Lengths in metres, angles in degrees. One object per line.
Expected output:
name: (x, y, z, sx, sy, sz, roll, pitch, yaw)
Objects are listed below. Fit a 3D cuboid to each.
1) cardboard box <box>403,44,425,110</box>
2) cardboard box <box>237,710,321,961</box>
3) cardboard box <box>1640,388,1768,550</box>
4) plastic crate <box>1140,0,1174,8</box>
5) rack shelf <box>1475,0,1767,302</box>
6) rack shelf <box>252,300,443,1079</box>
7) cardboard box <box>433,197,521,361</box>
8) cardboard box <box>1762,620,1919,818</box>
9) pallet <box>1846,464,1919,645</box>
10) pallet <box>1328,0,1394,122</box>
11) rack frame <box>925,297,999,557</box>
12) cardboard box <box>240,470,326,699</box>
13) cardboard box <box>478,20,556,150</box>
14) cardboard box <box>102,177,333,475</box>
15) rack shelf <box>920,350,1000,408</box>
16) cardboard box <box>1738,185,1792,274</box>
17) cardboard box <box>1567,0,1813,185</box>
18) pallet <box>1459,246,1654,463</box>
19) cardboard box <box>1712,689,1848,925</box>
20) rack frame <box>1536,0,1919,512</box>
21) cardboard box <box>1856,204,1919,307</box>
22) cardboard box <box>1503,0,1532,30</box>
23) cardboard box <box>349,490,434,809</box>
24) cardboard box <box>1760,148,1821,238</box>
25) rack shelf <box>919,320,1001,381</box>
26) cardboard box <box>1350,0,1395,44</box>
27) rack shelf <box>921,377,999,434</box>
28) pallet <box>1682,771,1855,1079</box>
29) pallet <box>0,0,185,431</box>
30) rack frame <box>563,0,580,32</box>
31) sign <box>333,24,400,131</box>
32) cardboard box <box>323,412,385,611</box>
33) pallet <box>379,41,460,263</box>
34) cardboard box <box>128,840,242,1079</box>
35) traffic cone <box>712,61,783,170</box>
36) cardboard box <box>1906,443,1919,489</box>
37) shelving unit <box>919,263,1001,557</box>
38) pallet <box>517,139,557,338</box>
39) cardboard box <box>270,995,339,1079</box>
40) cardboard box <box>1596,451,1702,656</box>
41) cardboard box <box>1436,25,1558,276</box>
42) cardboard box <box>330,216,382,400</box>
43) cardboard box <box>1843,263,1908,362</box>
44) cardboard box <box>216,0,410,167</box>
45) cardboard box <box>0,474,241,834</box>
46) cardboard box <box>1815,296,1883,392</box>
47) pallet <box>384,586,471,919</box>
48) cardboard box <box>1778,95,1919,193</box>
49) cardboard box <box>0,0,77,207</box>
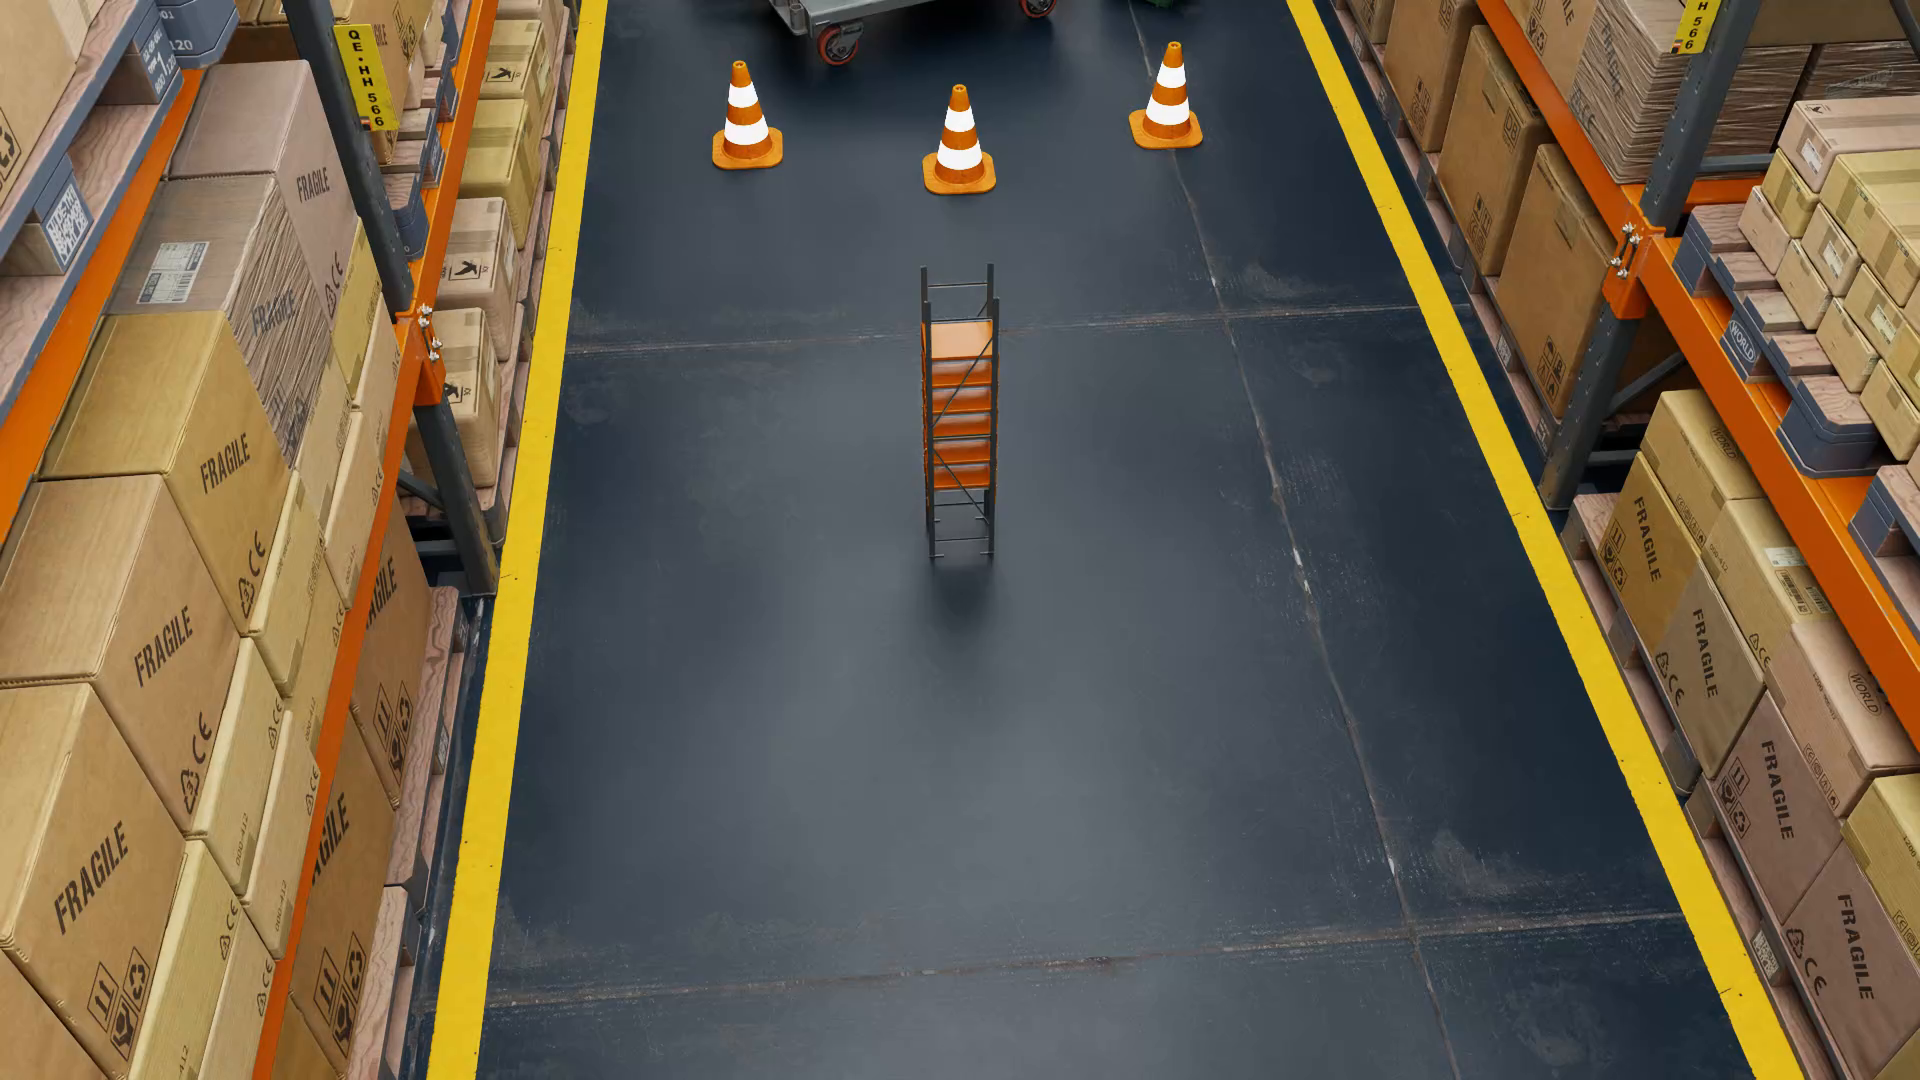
cardboard box: (-1.999, -1.551, 5.536, 0.380, 0.149, 0.250, -6, 47, -6)
cardboard box: (-1.733, 0.664, 3.658, 0.500, 0.250, 0.500, -4, 47, -4)
cardboard box: (2.551, -0.242, 5.329, 0.500, 0.250, 0.500, -5, 47, -5)
plastic crate: (1.080, -3.206, 9.117, 0.450, 0.188, 0.662, 25, 51, 9)
rack shelf: (2.567, -2.412, 6.964, 1.077, 0.370, 4.000, -3, 47, -3)
rack shelf: (-2.022, 0.856, 3.869, 1.077, 0.370, 4.000, -3, 47, -3)
cardboard box: (-2.297, -1.022, 6.673, 0.950, 0.372, 0.625, -4, 47, -4)
cardboard box: (2.622, 0.484, 4.642, 0.500, 0.250, 0.500, -3, 47, -3)
pallet: (2.941, 0.283, 4.048, 1.003, 0.211, 1.213, -3, 47, -3)
pallet: (2.539, -2.594, 8.562, 1.003, 0.211, 1.213, -3, 47, -3)
rack frame: (0.006, -0.357, 5.762, 0.240, 1.200, 0.006, -3, 47, -3)
cardboard box: (-1.786, 0.116, 3.833, 0.500, 0.250, 0.500, -5, 47, -4)
cardboard box: (-2.415, -2.074, 7.669, 0.950, 0.372, 0.625, -1, 47, -1)
cardboard box: (-1.835, -0.488, 3.889, 0.500, 0.500, 0.500, -3, 47, -3)
rack shelf: (-0.001, -0.558, 5.682, 0.258, 0.103, 0.180, -3, 47, -3)
cardboard box: (2.571, -0.935, 4.953, 0.380, 0.149, 0.250, -4, 47, -4)
cardboard box: (2.429, -1.557, 5.589, 0.500, 0.500, 0.500, -3, 47, -3)
pallet: (2.744, -0.829, 6.890, 1.003, 0.211, 1.213, -3, 47, -3)
cardboard box: (2.633, 0.764, 4.893, 0.500, 0.500, 0.500, -5, 47, -4)
rack frame: (2.734, -1.213, 5.333, 1.000, 3.000, 0.127, -3, 47, -3)
cardboard box: (2.621, -0.757, 4.375, 0.380, 0.149, 0.250, -4, 47, -4)
cardboard box: (2.347, -2.279, 6.274, 0.500, 0.500, 0.500, -4, 47, -4)
cardboard box: (-2.215, 0.252, 5.119, 0.875, 0.875, 0.875, -4, 47, -4)
cardboard box: (2.575, -1.011, 4.821, 0.380, 0.149, 0.250, -2, 47, -2)
rack shelf: (-0.001, -0.640, 5.595, 0.258, 0.103, 0.180, -3, 47, -3)
cardboard box: (2.541, -3.034, 8.318, 1.050, 0.750, 0.750, -4, 47, -3)
rack shelf: (-0.001, -0.475, 5.769, 0.258, 0.103, 0.180, -3, 47, -3)
pallet: (2.897, 1.192, 4.975, 1.003, 0.211, 1.213, -3, 47, -3)
pallet: (-1.986, -0.534, 2.754, 1.003, 0.211, 1.213, -2, 47, -1)
rack frame: (-2.525, -3.733, 7.719, 1.000, 3.000, 0.127, -3, 47, -3)
sign: (-1.637, -1.273, 4.592, 0.100, 0.325, 0.005, -3, 47, -3)
cardboard box: (-1.830, -0.068, 4.352, 0.500, 0.250, 0.500, -3, 47, -3)
pallet: (-2.356, -1.282, 5.530, 1.213, 0.211, 1.003, -3, 47, -3)
cardboard box: (-1.698, 0.857, 3.131, 0.500, 0.250, 0.500, -3, 47, -3)
traffic cone: (-1.026, -2.048, 7.871, 0.336, 0.463, 0.334, -3, 47, -3)
cardboard box: (2.665, -0.158, 4.217, 0.380, 0.149, 0.250, -2, 47, -2)
shelving unit: (-0.001, -0.423, 5.824, 0.258, 1.200, 0.189, -3, 47, -3)
pallet: (-2.353, -1.326, 7.360, 1.003, 0.211, 1.213, -3, 47, -3)
cardboard box: (-2.070, 1.545, 3.895, 0.875, 0.875, 0.875, -2, 47, -2)
cardboard box: (2.540, 0.030, 5.588, 0.500, 0.500, 0.500, -5, 47, -5)
cardboard box: (2.697, -1.662, 7.018, 1.050, 0.750, 0.750, -3, 47, -3)
cardboard box: (-1.896, -0.624, 4.534, 0.500, 0.250, 0.500, -4, 47, -3)
cardboard box: (2.625, -0.622, 4.452, 0.380, 0.149, 0.250, -5, 47, -5)
cardboard box: (-1.997, -1.459, 5.003, 0.500, 0.500, 0.500, -5, 47, -4)
cardboard box: (-1.764, 0.238, 3.201, 0.500, 0.500, 0.500, -4, 47, -4)
cardboard box: (2.616, -0.545, 4.584, 0.380, 0.149, 0.250, -1, 47, -1)
pallet: (-2.199, 0.695, 5.446, 1.003, 0.211, 1.213, -3, 47, -3)
cardboard box: (2.580, -1.126, 4.724, 0.380, 0.149, 0.250, -3, 47, -3)
cardboard box: (-1.753, -0.791, 2.510, 0.500, 0.500, 0.500, -3, 47, -3)
